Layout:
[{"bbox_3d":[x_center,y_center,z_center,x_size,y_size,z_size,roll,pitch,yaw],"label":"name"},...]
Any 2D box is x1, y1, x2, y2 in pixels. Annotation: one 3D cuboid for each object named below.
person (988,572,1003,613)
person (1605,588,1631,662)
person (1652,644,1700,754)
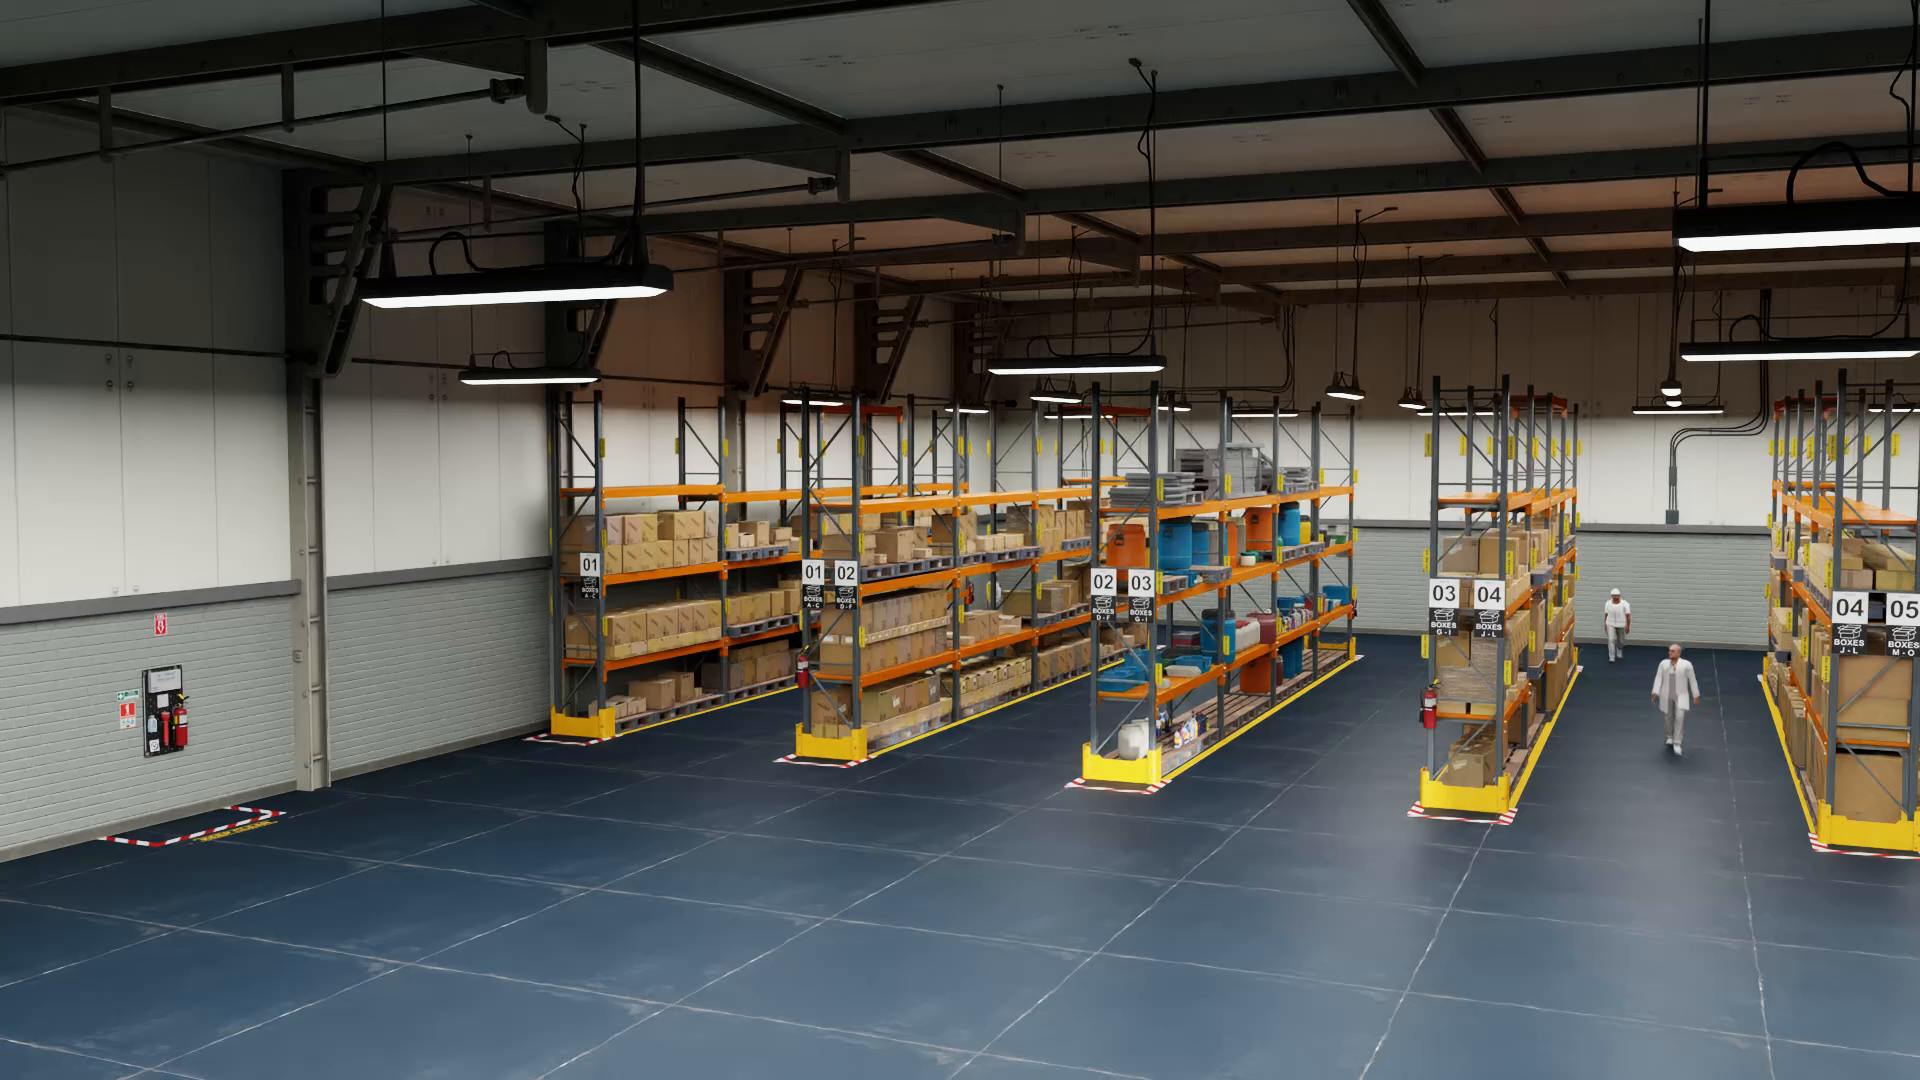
[{"bbox_3d":[0.874,1.681,44.697,0.617,1.675,0.427,1,3,24],"label":"person"},{"bbox_3d":[15.403,1.985,38.958,0.554,1.724,0.979,1,3,20],"label":"person"},{"bbox_3d":[11.842,2.592,27.525,0.715,1.728,1.101,2,4,32],"label":"person"}]
